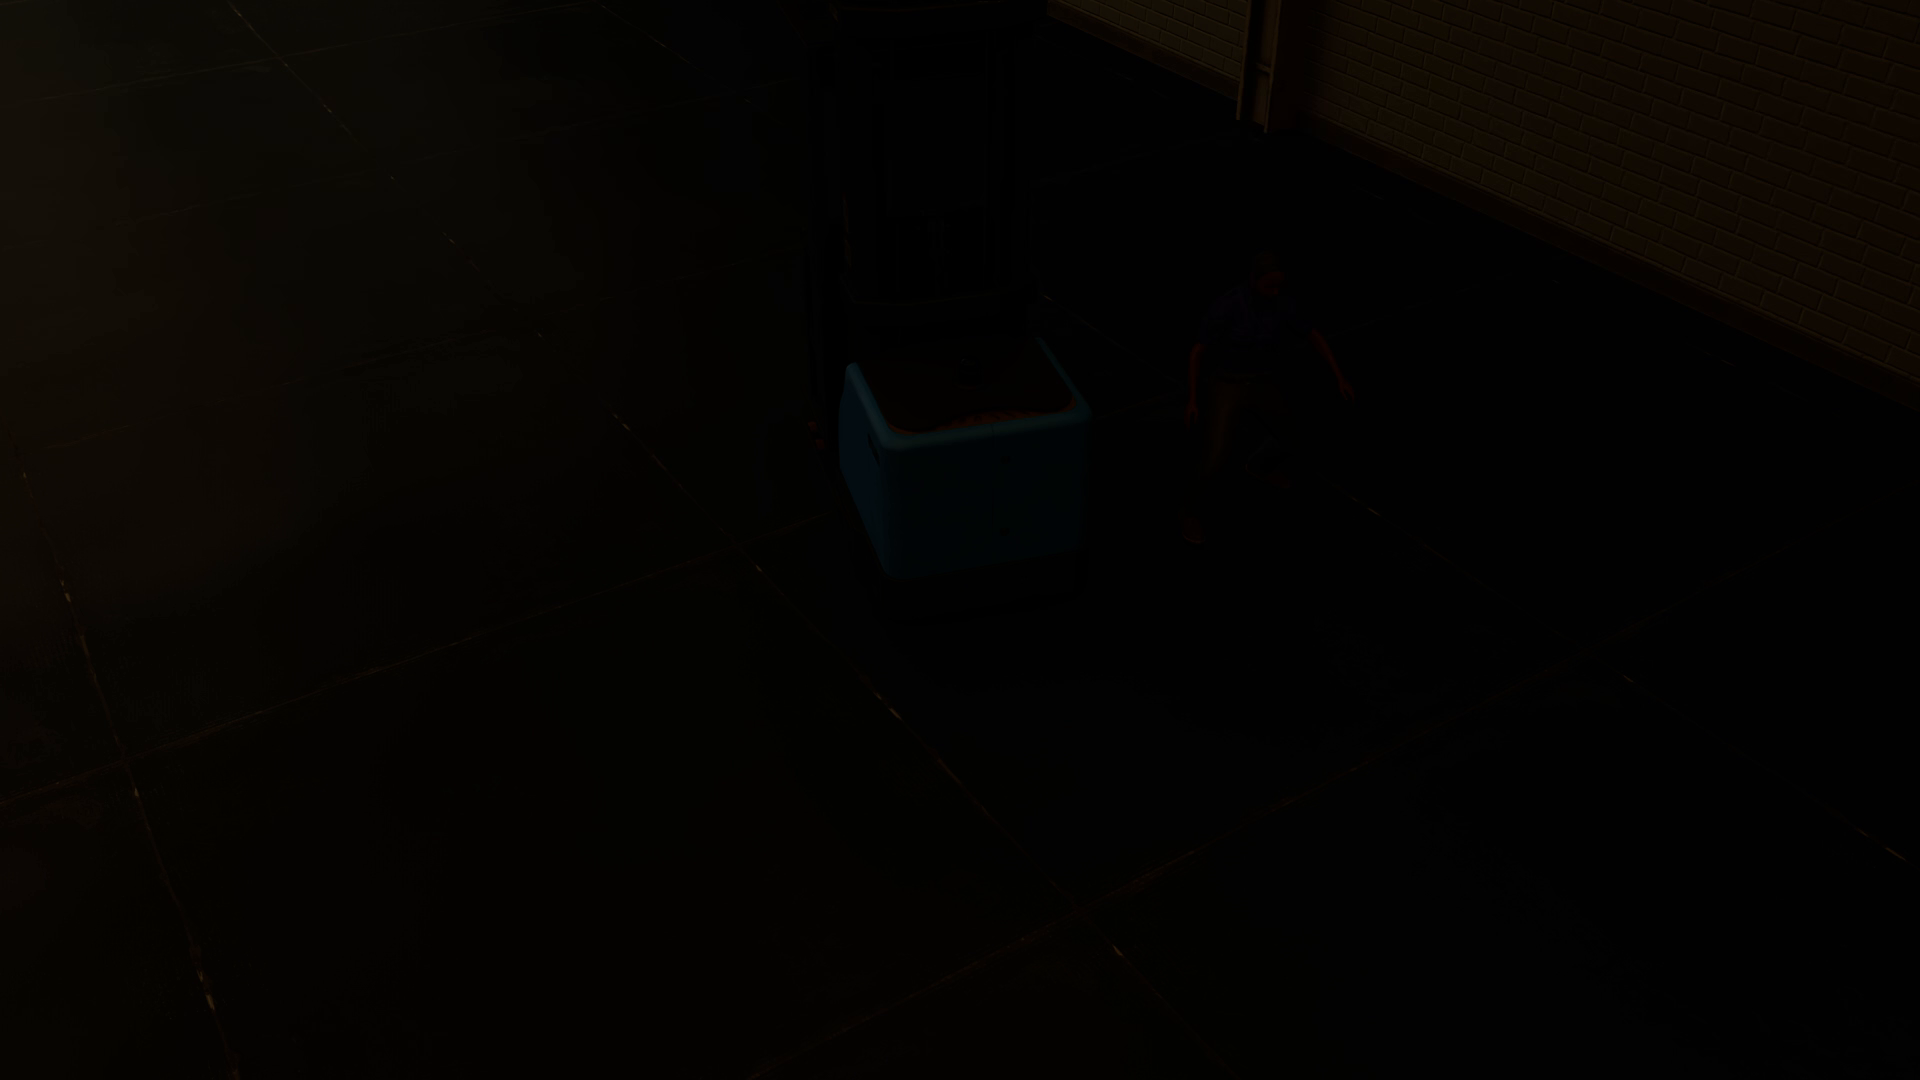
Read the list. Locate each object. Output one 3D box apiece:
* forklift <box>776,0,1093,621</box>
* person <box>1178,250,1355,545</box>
[{"bbox_3d":[-0.263,-1.654,8.501,1.130,2.935,3.031,-9,36,-13],"label":"forklift"},{"bbox_3d":[1.512,-0.777,8.520,0.896,1.532,0.693,-10,36,-13],"label":"person"}]
